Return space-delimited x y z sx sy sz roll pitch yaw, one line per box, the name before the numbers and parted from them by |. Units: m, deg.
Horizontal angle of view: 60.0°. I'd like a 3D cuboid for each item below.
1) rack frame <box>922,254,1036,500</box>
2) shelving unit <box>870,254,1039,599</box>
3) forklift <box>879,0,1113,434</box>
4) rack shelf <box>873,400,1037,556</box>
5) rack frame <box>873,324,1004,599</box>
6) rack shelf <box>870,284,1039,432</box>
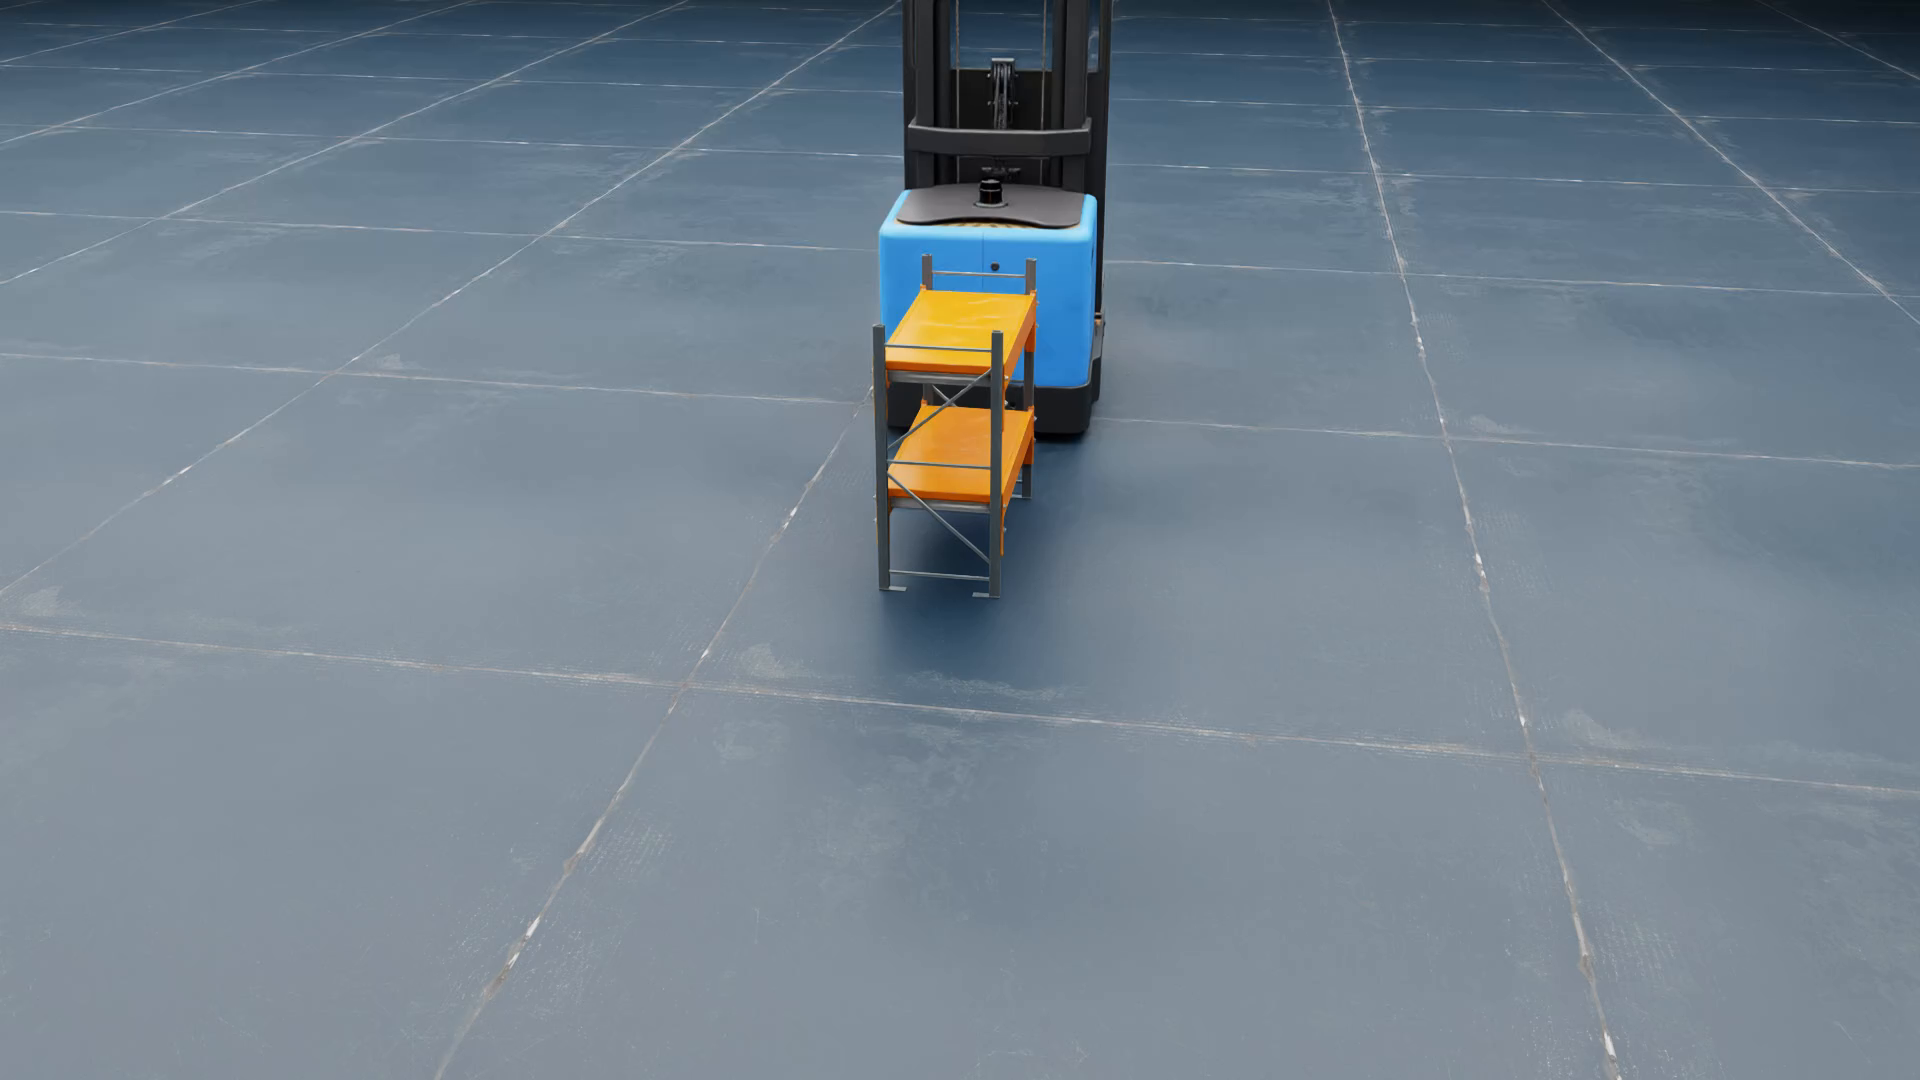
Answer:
rack frame | 0.082 -0.719 7.460 0.500 1.125 0.032 4 25 9
shelving unit | -0.001 -0.507 7.005 0.538 1.125 1.048 4 25 9
forklift | 0.270 -2.444 9.014 1.130 2.935 3.031 3 25 6
rack shelf | -0.001 -0.285 7.109 0.538 0.278 1.000 4 25 9
rack frame | -0.084 -0.294 6.551 0.500 1.125 0.032 4 25 9
rack shelf | -0.001 -0.772 6.881 0.538 0.278 1.000 4 25 9
